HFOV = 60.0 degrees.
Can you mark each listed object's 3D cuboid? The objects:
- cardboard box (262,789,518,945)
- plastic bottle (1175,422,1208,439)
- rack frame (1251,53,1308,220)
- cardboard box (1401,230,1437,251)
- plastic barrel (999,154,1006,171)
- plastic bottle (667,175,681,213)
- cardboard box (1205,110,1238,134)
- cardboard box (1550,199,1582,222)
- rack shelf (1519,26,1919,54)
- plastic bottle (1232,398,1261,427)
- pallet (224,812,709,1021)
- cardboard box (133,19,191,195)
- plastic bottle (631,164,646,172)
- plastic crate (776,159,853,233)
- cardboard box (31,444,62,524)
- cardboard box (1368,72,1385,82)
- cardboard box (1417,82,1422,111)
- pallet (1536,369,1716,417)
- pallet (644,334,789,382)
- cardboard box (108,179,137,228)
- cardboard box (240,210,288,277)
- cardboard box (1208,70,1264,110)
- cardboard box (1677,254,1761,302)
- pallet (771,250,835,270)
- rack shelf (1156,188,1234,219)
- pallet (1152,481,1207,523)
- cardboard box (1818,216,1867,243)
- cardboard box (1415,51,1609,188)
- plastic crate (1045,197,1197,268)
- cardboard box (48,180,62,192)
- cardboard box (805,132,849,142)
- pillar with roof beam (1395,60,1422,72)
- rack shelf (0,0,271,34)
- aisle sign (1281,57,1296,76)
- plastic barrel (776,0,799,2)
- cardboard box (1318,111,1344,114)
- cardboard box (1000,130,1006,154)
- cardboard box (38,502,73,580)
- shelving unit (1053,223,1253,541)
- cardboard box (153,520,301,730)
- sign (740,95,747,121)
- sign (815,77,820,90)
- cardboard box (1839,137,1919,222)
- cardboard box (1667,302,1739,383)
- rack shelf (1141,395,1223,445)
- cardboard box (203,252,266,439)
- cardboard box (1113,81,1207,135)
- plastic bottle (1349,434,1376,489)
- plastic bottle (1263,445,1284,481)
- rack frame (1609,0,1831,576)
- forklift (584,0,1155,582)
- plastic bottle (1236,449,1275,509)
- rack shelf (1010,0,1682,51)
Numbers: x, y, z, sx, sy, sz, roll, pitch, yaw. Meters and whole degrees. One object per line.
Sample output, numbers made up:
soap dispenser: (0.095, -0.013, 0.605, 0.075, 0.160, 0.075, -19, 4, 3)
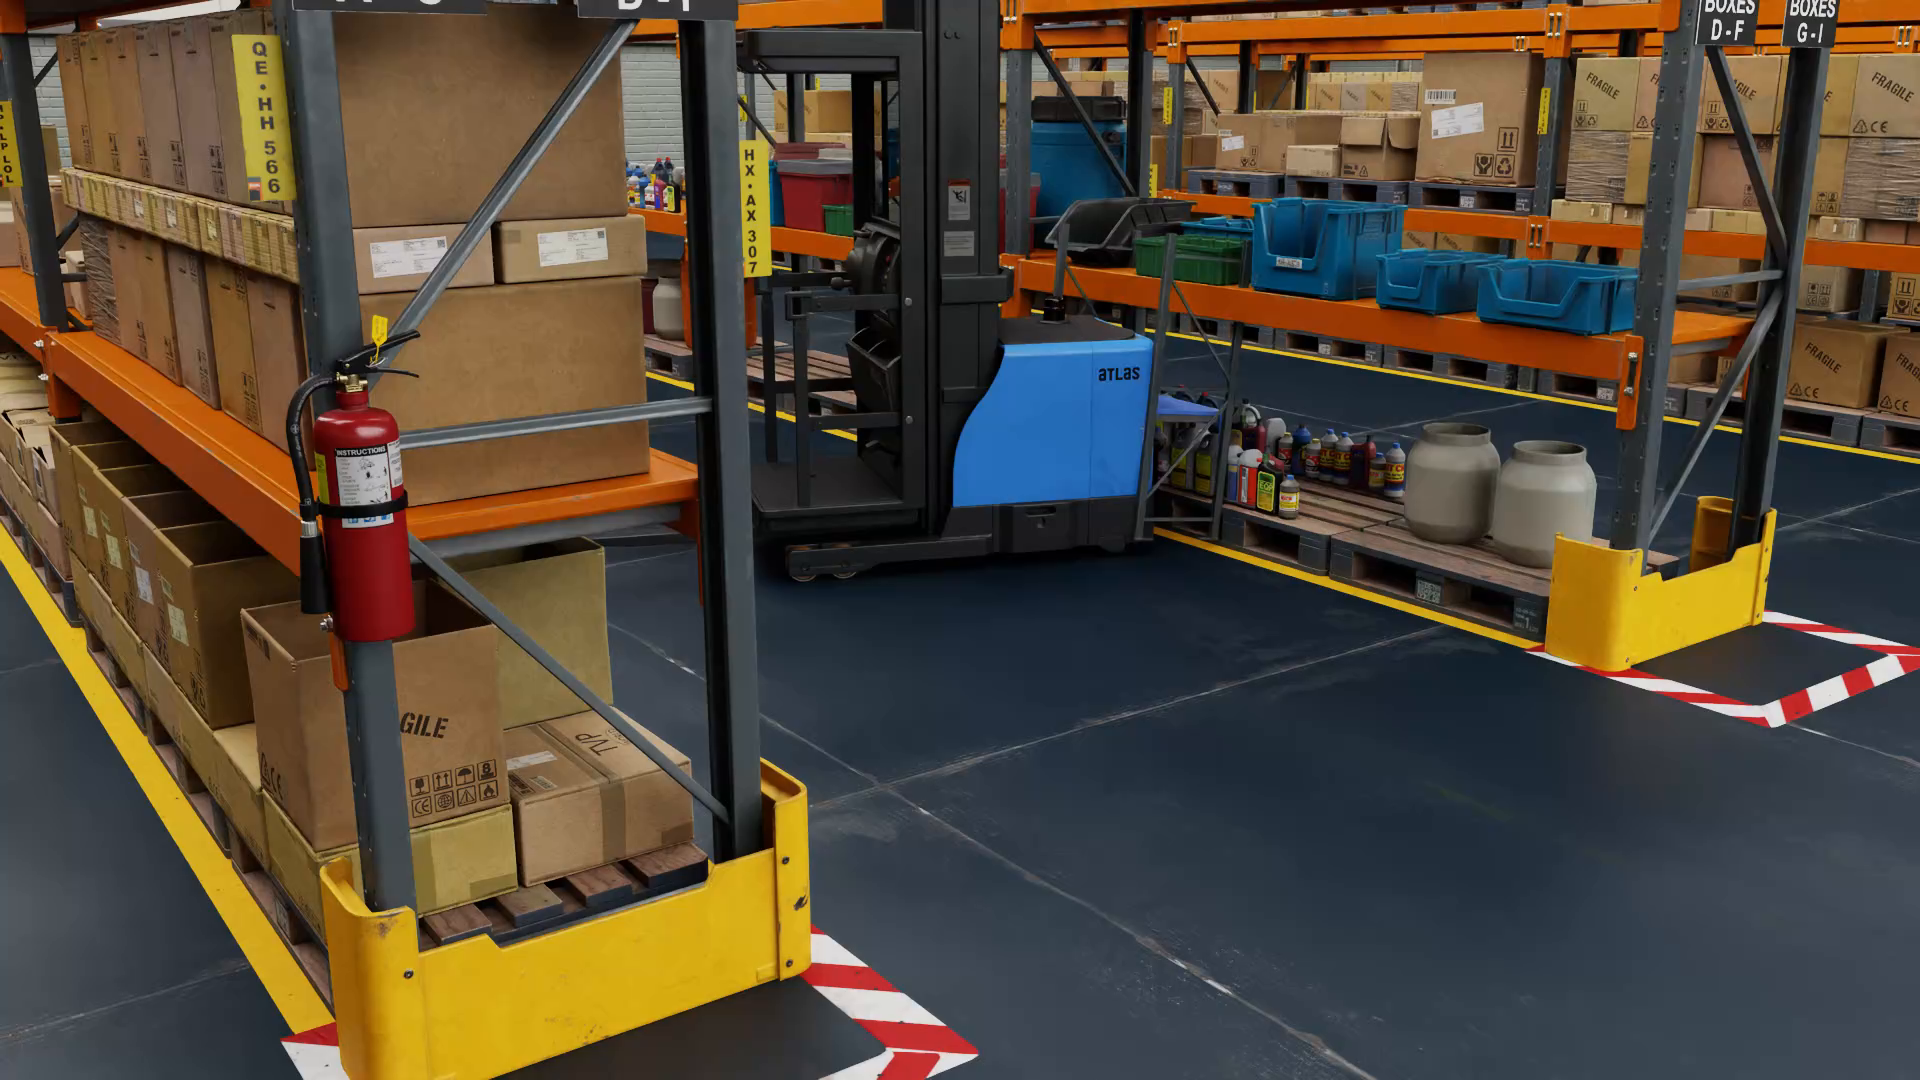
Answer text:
cardboard box: (-1.513, 0.792, 4.412, 0.500, 0.250, 0.500, -11, 19, -35)
plastic bottle: (1.318, -0.621, 9.490, 0.152, 0.276, 0.135, -11, 19, -35)
rack frame: (4.072, -5.110, 21.565, 1.000, 3.000, 0.127, -11, 19, -35)
cardboard box: (5.523, -3.464, 19.491, 0.500, 0.500, 0.500, -10, 18, -32)
plastic barrel: (0.313, -2.189, 10.634, 0.433, 0.535, 0.433, 0, 15, 0)
plastic bottle: (-2.237, -2.703, 12.990, 0.061, 0.283, 0.133, -11, 19, -35)
cardboard box: (3.559, -5.361, 21.730, 0.500, 0.500, 0.500, -11, 19, -34)
cardboard box: (4.587, -2.440, 12.284, 0.380, 0.149, 0.250, -11, 19, -35)
rack shelf: (7.600, -4.929, 16.583, 1.077, 0.370, 4.000, -11, 19, -35)
plastic bottle: (1.612, -0.617, 9.332, 0.144, 0.351, 0.185, -11, 19, -35)
pallet: (-1.443, 0.925, 4.795, 1.003, 0.211, 1.213, -11, 19, -35)
cardboard box: (-2.160, -1.376, 5.273, 0.700, 0.500, 0.500, -11, 19, -34)
plastic bottle: (-2.922, -3.285, 15.131, 0.152, 0.276, 0.135, -11, 19, -35)
plastic crate: (-0.951, -2.377, 11.459, 0.402, 0.464, 0.583, -11, 19, -35)
cardboard box: (-3.781, -0.306, 7.361, 0.500, 0.311, 0.500, -11, 19, -35)
cardboard box: (6.527, -7.141, 25.673, 0.380, 0.149, 0.250, -11, 19, -36)
cardboard box: (7.224, -6.598, 24.918, 0.500, 0.500, 0.500, -11, 19, -35)
pallet: (5.128, -1.171, 12.454, 1.003, 0.211, 1.213, -11, 19, -35)
pallet: (-2.151, -1.556, 13.861, 1.003, 0.211, 1.213, -11, 19, -35)
cardboard box: (-2.708, -1.172, 5.760, 0.380, 0.149, 0.250, -12, 19, -36)
cardboard box: (-1.643, -0.786, 4.348, 0.380, 0.149, 0.250, -11, 19, -35)
cardboard box: (3.577, -5.843, 21.594, 0.500, 0.500, 0.500, -12, 19, -36)
cardboard box: (7.774, -2.845, 16.753, 1.050, 0.750, 0.750, -11, 19, -35)
pallet: (-1.818, -3.712, 21.740, 1.003, 0.211, 1.213, -11, 19, -35)
rack shelf: (1.176, -3.588, 17.366, 1.077, 0.370, 4.000, -11, 19, -35)
pallet: (1.059, -0.390, 9.601, 1.003, 0.211, 1.213, -11, 19, -35)
cardboard box: (5.755, -2.011, 10.718, 0.380, 0.149, 0.250, -11, 19, -35)
cardboard box: (4.350, -3.337, 13.154, 1.000, 1.000, 1.000, -11, 19, -34)
plastic crate: (0.903, -1.723, 9.308, 0.767, 0.338, 0.504, -11, 19, -35)
cardboard box: (-4.354, -1.551, 8.371, 0.500, 0.500, 0.500, -11, 19, -34)
cardboard box: (-1.684, -4.925, 20.609, 0.500, 0.250, 0.500, -12, 19, -36)
pillar with roof beam: (5.339, -10.467, 29.771, 9.100, 9.000, 0.400, -11, 19, -35)
rack shelf: (-2.135, -1.790, 5.113, 1.077, 0.370, 4.000, -11, 19, -35)
aisle sign: (5.388, -7.979, 27.120, 0.394, 0.787, 0.004, -11, 19, -35)
plastic barrel: (-0.962, -4.044, 11.175, 0.600, 0.830, 0.708, -11, 19, -35)
cardboard box: (4.545, -5.101, 20.085, 0.380, 0.149, 0.250, -11, 19, -35)
cardboard box: (0.659, -4.059, 17.535, 0.500, 0.500, 0.500, -11, 19, -36)
cardboard box: (-3.789, -0.037, 7.441, 0.500, 0.250, 0.500, -11, 19, -35)
shelving unit: (0.920, -0.843, 8.637, 0.538, 1.500, 1.048, 0, 12, -27)
cardboard box: (-2.115, 0.220, 5.084, 0.500, 0.500, 0.500, -11, 19, -35)
sign: (-2.804, -5.587, 21.517, 0.100, 0.325, 0.005, -11, 19, -35)
sign: (-1.904, -5.970, 22.065, 0.100, 0.325, 0.005, -11, 19, -35)
cardboard box: (6.105, -2.315, 10.598, 0.875, 0.500, 0.500, -11, 19, -35)
cardboard box: (5.250, -1.438, 12.087, 0.500, 0.500, 0.500, -5, 16, -17)
rack shelf: (0.904, -0.667, 8.671, 0.538, 0.185, 1.000, 0, 12, -27)
cardboard box: (-1.823, -0.631, 5.010, 0.700, 0.500, 0.500, -11, 19, -34)
cardboard box: (1.936, -4.199, 16.144, 0.797, 0.503, 0.637, -10, 18, -33)
plastic bottle: (2.118, -0.419, 8.739, 0.061, 0.283, 0.133, -10, 18, -34)
plastic bottle: (1.575, -0.332, 8.418, 0.061, 0.283, 0.133, -11, 19, -35)
rack frame: (3.050, -1.031, 6.660, 1.000, 3.000, 0.127, -11, 19, -35)
forklift: (-0.603, -1.371, 8.034, 3.031, 2.935, 1.130, -4, 16, -14)
plastic bottle: (1.489, -0.311, 8.358, 0.152, 0.276, 0.135, -11, 19, -34)
rack shelf: (1.874, -2.558, 7.919, 1.077, 0.370, 4.000, -11, 19, -35)
